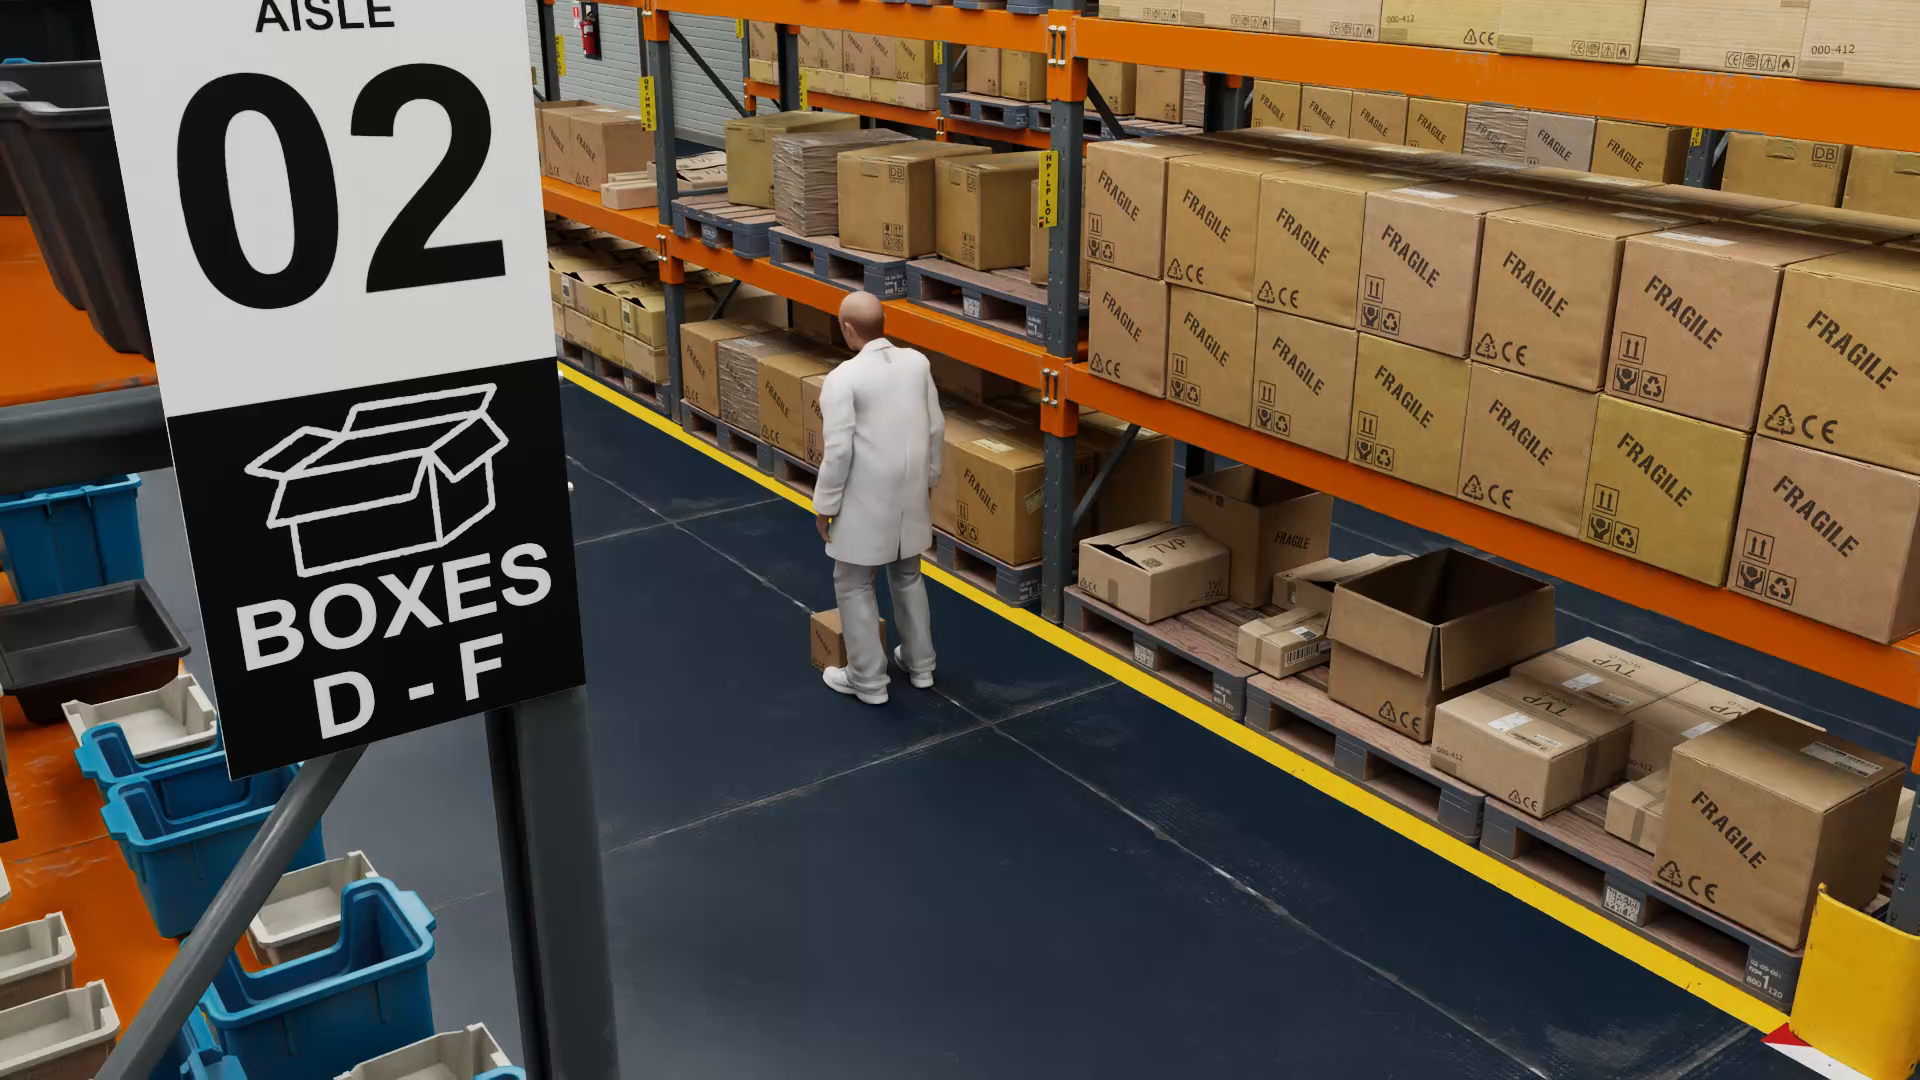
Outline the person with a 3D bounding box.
[{"bbox_3d":[-0.349,-0.177,7.065,0.647,1.772,0.428,-16,26,-36],"label":"person"}]
